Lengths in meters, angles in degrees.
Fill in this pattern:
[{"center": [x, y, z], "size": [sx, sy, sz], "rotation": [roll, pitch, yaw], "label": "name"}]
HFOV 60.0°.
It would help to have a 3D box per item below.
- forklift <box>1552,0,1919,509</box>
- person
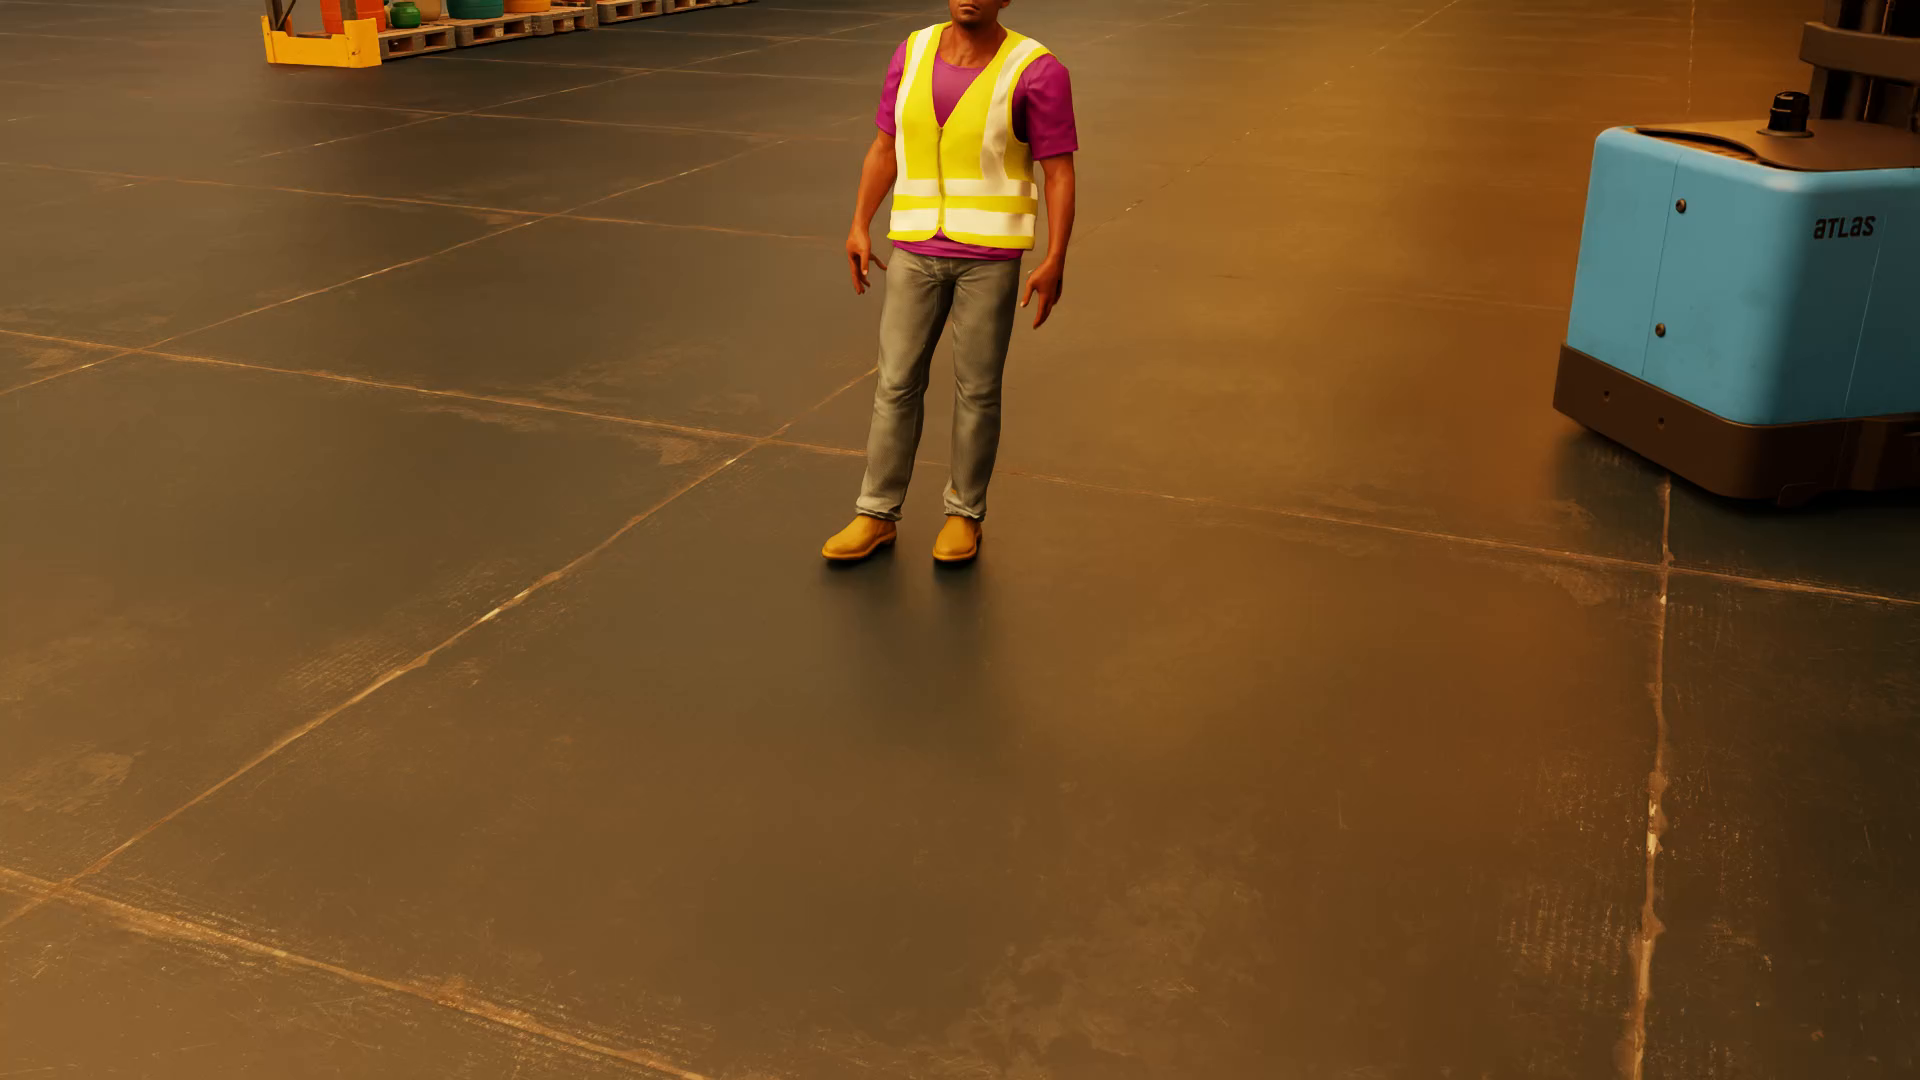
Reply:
[{"center": [3.736, -1.745, 5.467], "size": [3.031, 2.935, 1.130], "rotation": [-6, 23, -13], "label": "forklift"}, {"center": [-0.031, -0.797, 4.692], "size": [0.666, 1.768, 0.575], "rotation": [9, 24, 21], "label": "person"}]
